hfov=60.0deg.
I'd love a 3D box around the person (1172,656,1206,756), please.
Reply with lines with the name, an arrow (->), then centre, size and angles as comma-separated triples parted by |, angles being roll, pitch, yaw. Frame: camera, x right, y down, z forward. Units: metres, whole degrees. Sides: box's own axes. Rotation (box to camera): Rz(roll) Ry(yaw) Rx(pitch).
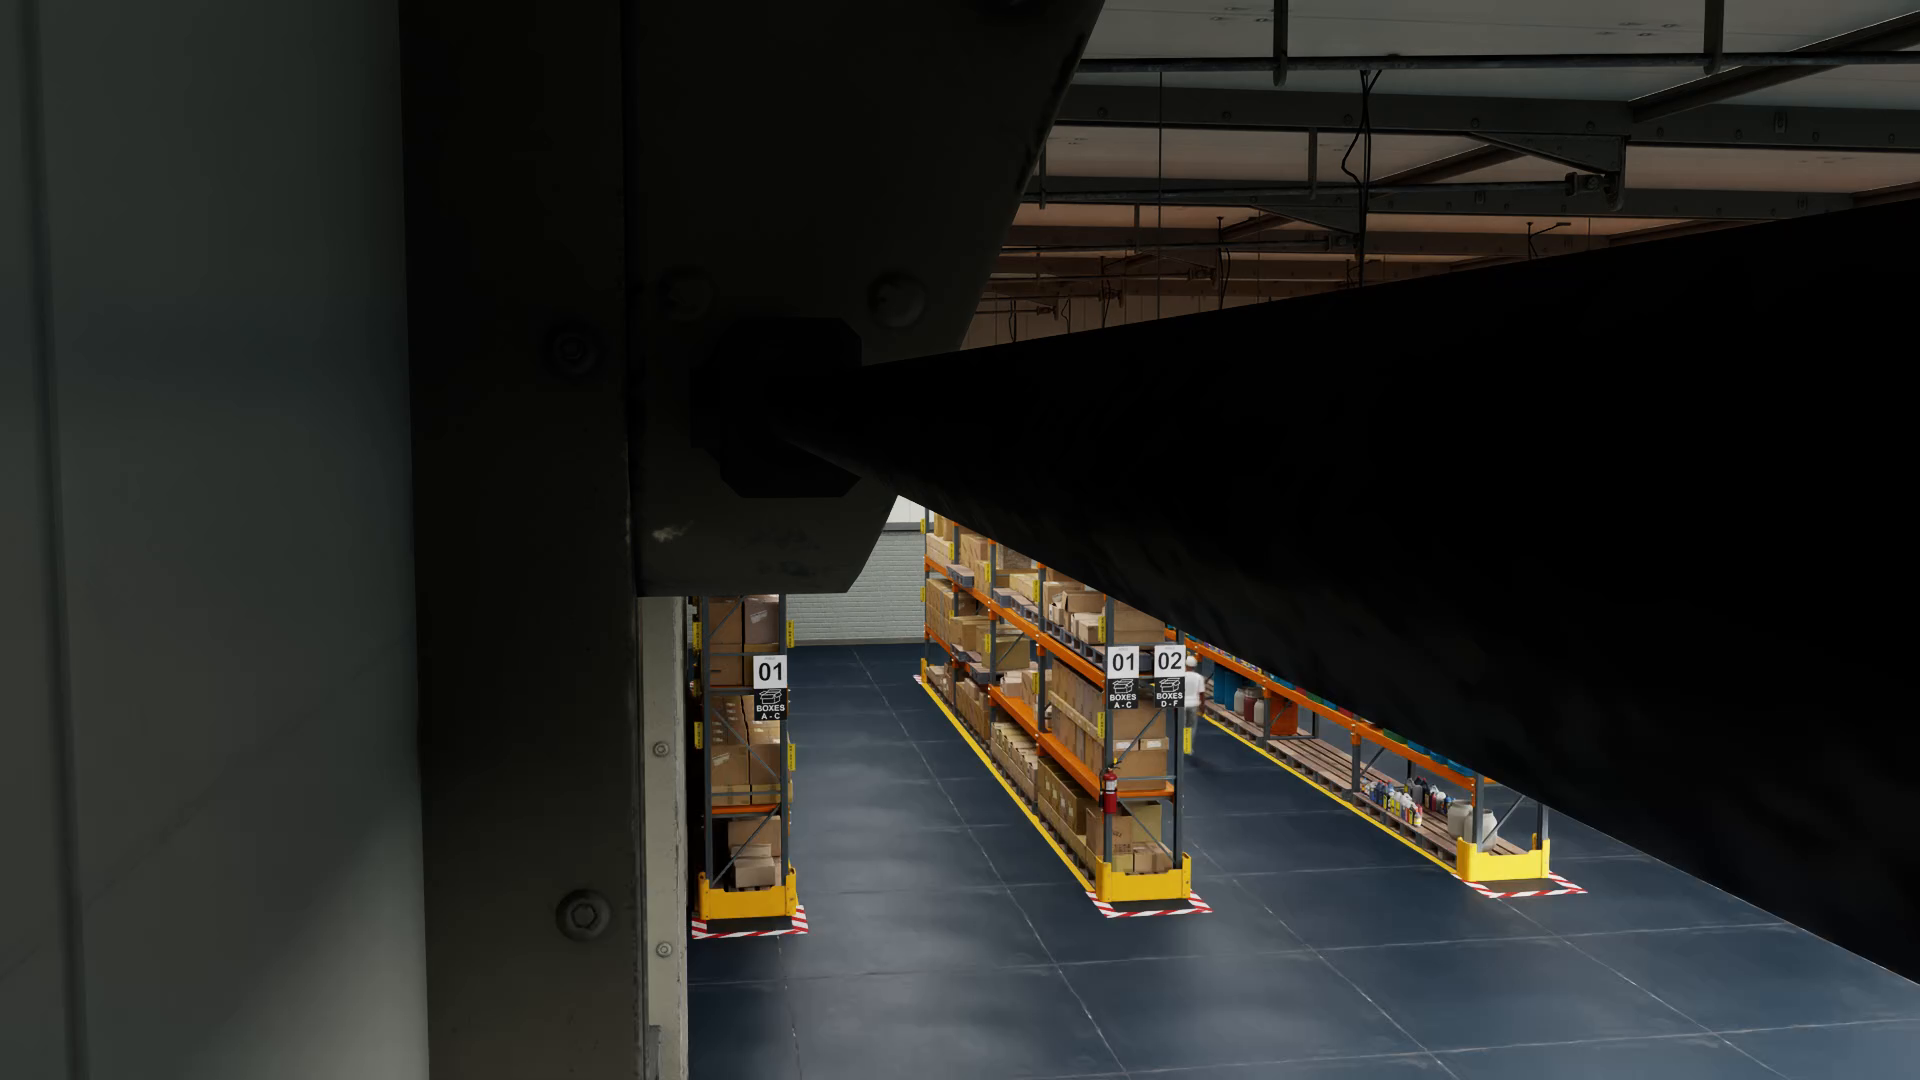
person -> 3.981, 2.893, 28.963 | 0.574, 1.757, 0.602 | 2, 6, 26

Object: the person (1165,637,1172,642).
person -> 5.024, 2.052, 38.905 | 0.541, 1.726, 0.427 | 0, 5, 5
